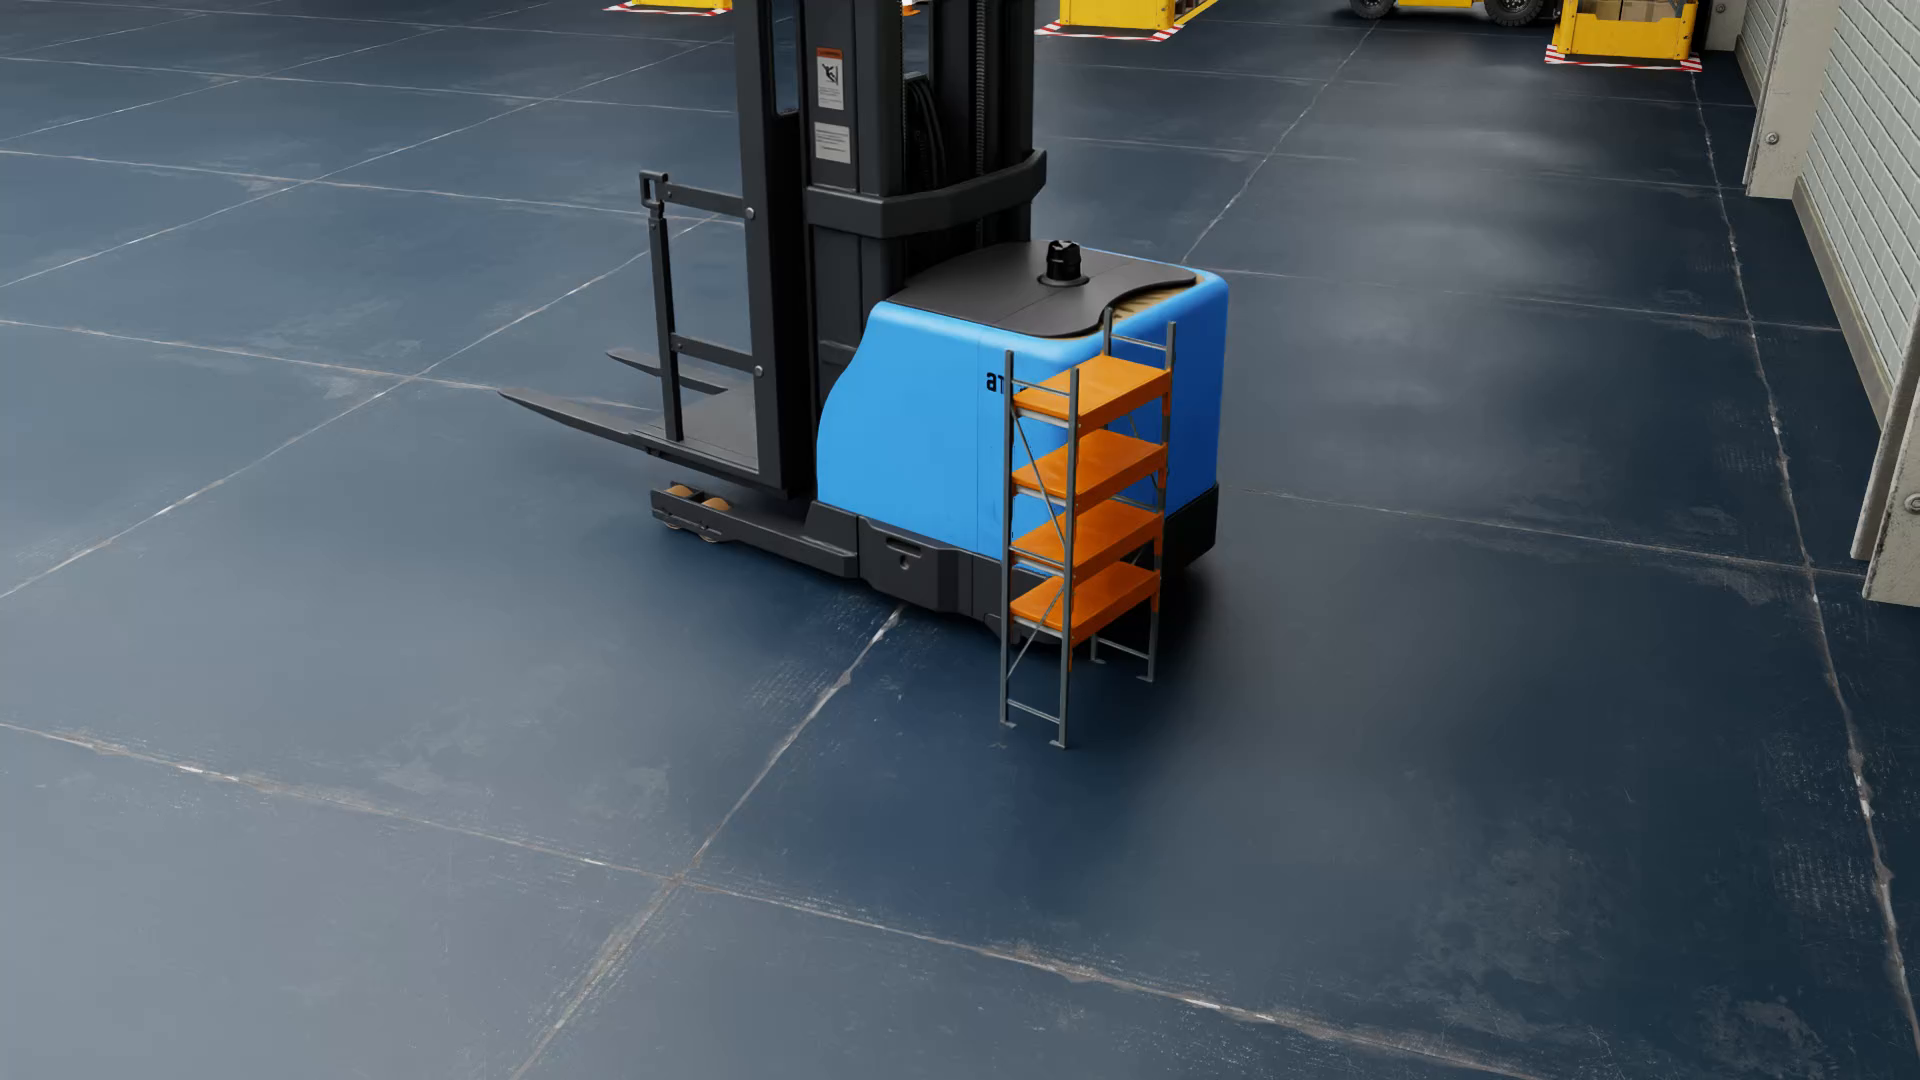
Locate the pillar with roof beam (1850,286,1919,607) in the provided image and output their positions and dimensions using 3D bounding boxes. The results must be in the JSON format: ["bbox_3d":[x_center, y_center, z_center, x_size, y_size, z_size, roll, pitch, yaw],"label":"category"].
[{"bbox_3d":[-0.683,-4.527,5.273,9.100,9.000,0.400,9,27,17],"label":"pillar with roof beam"}]

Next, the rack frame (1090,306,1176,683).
[{"bbox_3d":[0.525,-0.117,5.115,0.240,1.200,0.015,19,32,34],"label":"rack frame"}]

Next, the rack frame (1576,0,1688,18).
[{"bbox_3d":[6.288,-5.978,15.155,1.000,3.000,0.127,9,27,17],"label":"rack frame"}]

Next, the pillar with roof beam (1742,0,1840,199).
[{"bbox_3d":[1.314,-6.992,10.366,9.100,9.000,0.400,9,27,17],"label":"pillar with roof beam"}]

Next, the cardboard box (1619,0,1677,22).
[{"bbox_3d":[6.636,-5.103,16.021,0.500,0.250,0.500,9,27,18],"label":"cardboard box"}]

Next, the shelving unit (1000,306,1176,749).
[{"bbox_3d":[0.374,-0.034,4.943,0.258,1.200,0.503,19,32,34],"label":"shelving unit"}]

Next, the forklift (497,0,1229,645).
[{"bbox_3d":[-0.553,-1.473,5.930,3.031,2.935,1.130,18,31,33],"label":"forklift"}]

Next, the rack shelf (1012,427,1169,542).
[{"bbox_3d":[0.374,-0.175,4.875,0.258,0.148,0.480,19,32,34],"label":"rack shelf"}]

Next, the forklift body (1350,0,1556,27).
[{"bbox_3d":[5.199,-6.640,17.496,2.313,2.155,1.214,9,27,17],"label":"forklift body"}]

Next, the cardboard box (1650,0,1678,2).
[{"bbox_3d":[6.641,-5.318,15.891,0.500,0.250,0.500,9,27,18],"label":"cardboard box"}]

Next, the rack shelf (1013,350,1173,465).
[{"bbox_3d":[0.374,-0.388,4.772,0.258,0.148,0.480,19,32,34],"label":"rack shelf"}]

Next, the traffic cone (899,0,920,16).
[{"bbox_3d":[-0.627,-5.940,17.987,0.336,0.463,0.334,9,27,17],"label":"traffic cone"}]

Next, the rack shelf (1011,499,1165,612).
[{"bbox_3d":[0.374,0.027,4.973,0.258,0.148,0.480,19,32,34],"label":"rack shelf"}]

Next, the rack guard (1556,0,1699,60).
[{"bbox_3d":[6.280,-4.843,15.680,1.175,0.500,0.348,9,27,17],"label":"rack guard"}]

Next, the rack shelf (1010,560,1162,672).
[{"bbox_3d":[0.374,0.205,5.059,0.258,0.148,0.480,19,32,34],"label":"rack shelf"}]

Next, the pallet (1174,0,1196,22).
[{"bbox_3d":[1.935,-5.801,17.990,1.003,0.211,1.213,9,27,17],"label":"pallet"}]

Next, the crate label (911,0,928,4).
[{"bbox_3d":[-0.424,-6.125,18.744,0.250,0.136,0.298,-5,26,-9],"label":"crate label"}]

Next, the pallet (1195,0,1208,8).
[{"bbox_3d":[2.343,-6.301,19.022,1.003,0.211,1.213,9,27,17],"label":"pallet"}]

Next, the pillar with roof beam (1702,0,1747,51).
[{"bbox_3d":[3.310,-9.458,15.458,9.100,9.000,0.400,9,27,17],"label":"pillar with roof beam"}]

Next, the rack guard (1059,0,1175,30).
[{"bbox_3d":[1.632,-5.603,17.248,1.175,0.500,0.348,9,27,17],"label":"rack guard"}]

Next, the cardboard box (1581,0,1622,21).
[{"bbox_3d":[6.147,-5.169,16.156,0.500,0.250,0.500,9,27,18],"label":"cardboard box"}]

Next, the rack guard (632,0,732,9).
[{"bbox_3d":[-3.103,-6.238,18.560,1.175,0.500,0.348,9,27,17],"label":"rack guard"}]

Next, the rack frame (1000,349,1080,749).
[{"bbox_3d":[0.222,0.049,4.771,0.240,1.200,0.015,19,32,34],"label":"rack frame"}]
